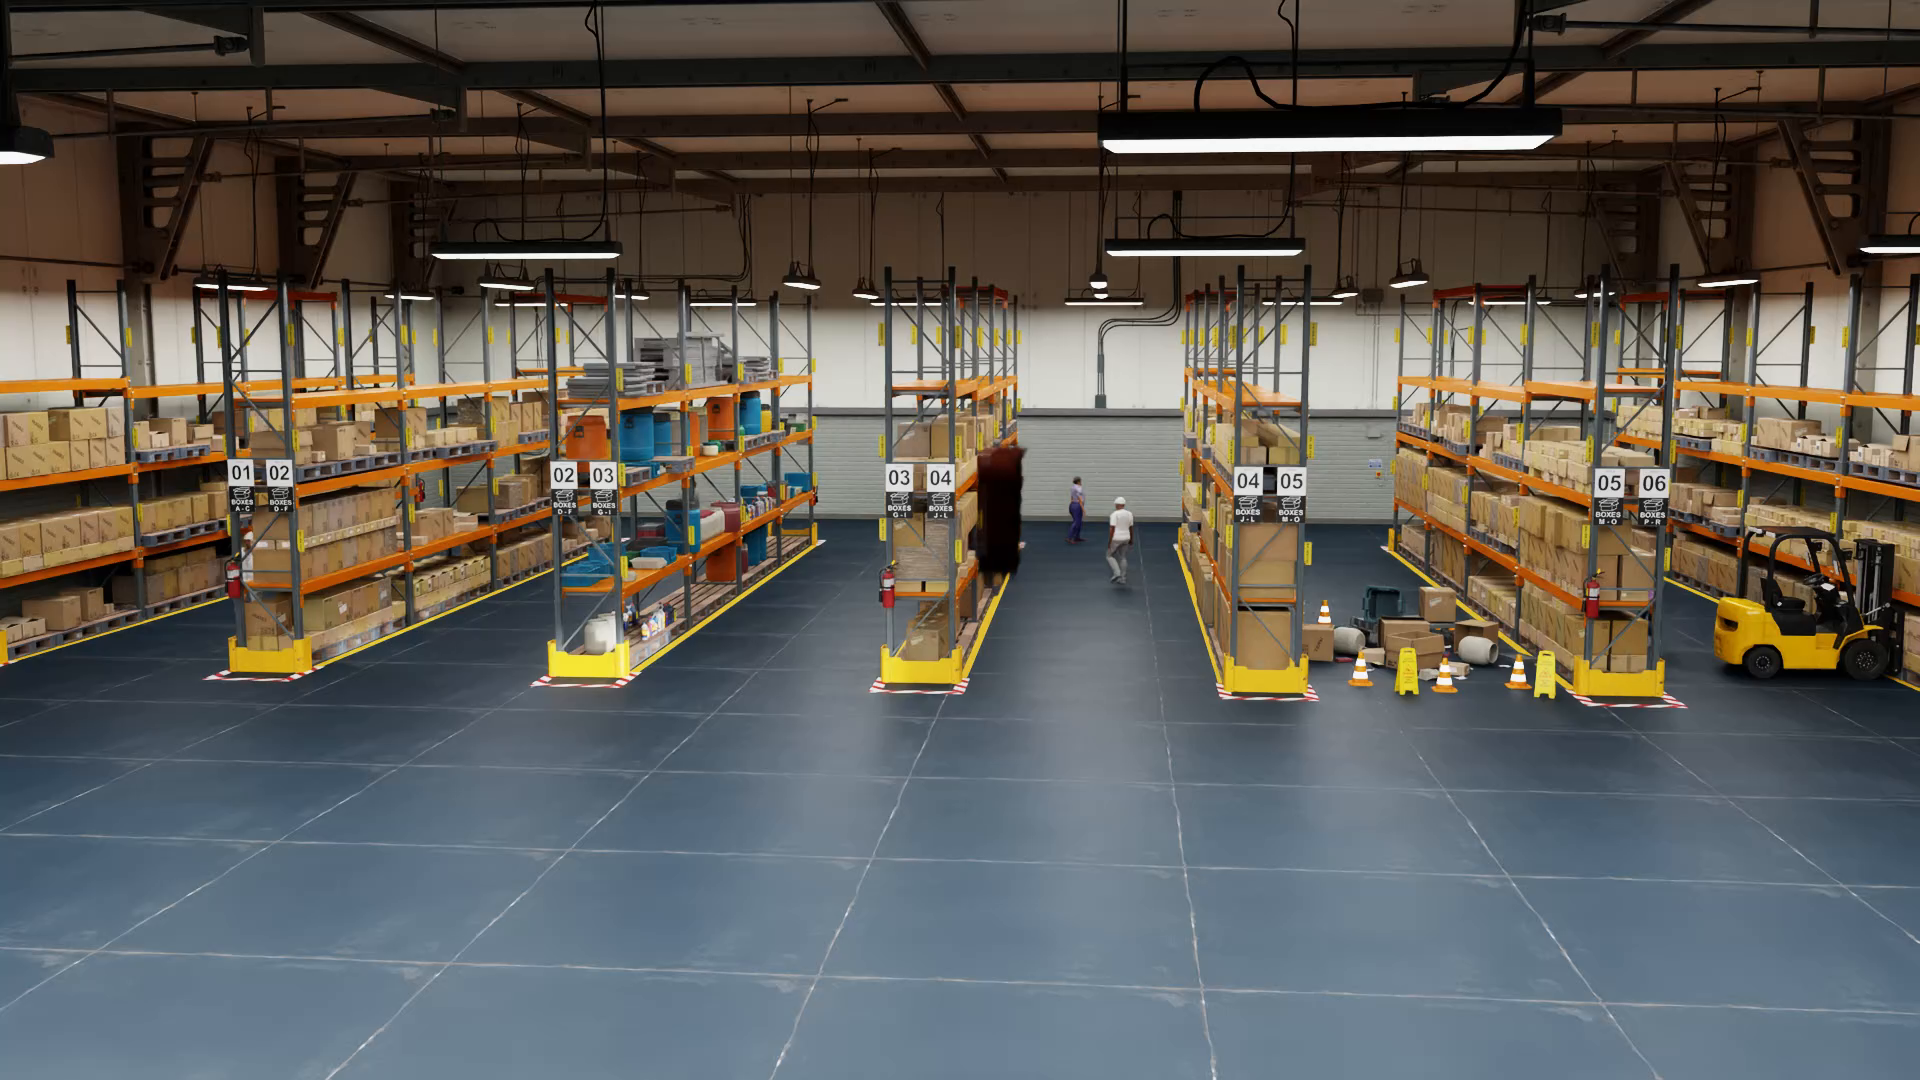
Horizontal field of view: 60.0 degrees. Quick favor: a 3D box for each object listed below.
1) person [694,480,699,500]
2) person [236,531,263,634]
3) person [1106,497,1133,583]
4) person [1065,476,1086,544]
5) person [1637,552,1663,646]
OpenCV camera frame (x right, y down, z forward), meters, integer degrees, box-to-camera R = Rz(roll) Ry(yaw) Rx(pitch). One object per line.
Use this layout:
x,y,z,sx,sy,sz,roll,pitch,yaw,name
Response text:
-6.478,-0.649,39.955,0.610,1.592,0.499,-3,8,-26,person
-11.834,0.774,27.667,0.576,1.801,0.684,-1,7,-9,person
3.284,0.004,33.978,0.616,1.767,0.467,-4,8,-30,person
2.821,-0.739,40.516,0.667,1.639,0.598,-2,7,-17,person
11.243,0.971,27.028,0.464,1.538,0.675,-1,7,-7,person
